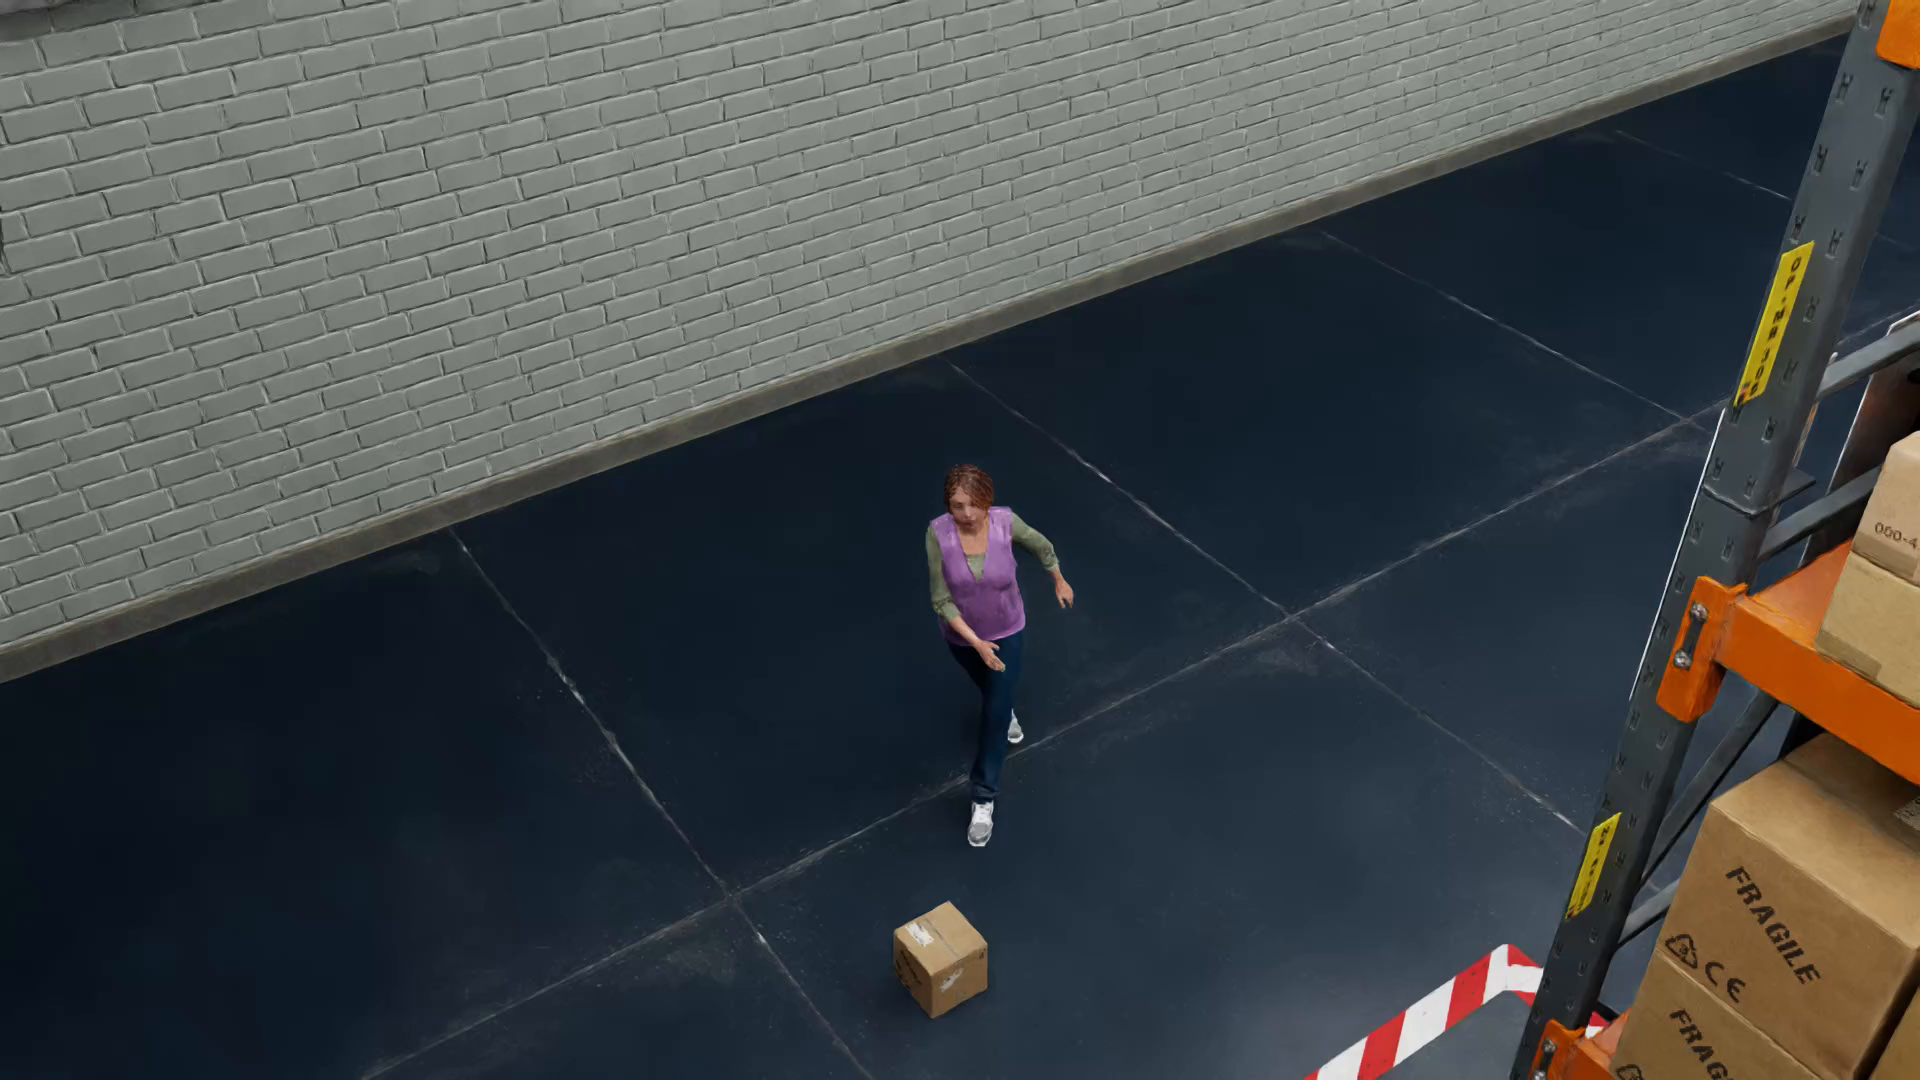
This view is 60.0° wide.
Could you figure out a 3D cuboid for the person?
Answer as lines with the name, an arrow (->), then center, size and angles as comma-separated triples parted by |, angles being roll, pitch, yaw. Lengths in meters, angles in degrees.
person -> 0.157, 0.368, 6.536 | 0.578, 1.545, 0.856 | 2, 37, 2
